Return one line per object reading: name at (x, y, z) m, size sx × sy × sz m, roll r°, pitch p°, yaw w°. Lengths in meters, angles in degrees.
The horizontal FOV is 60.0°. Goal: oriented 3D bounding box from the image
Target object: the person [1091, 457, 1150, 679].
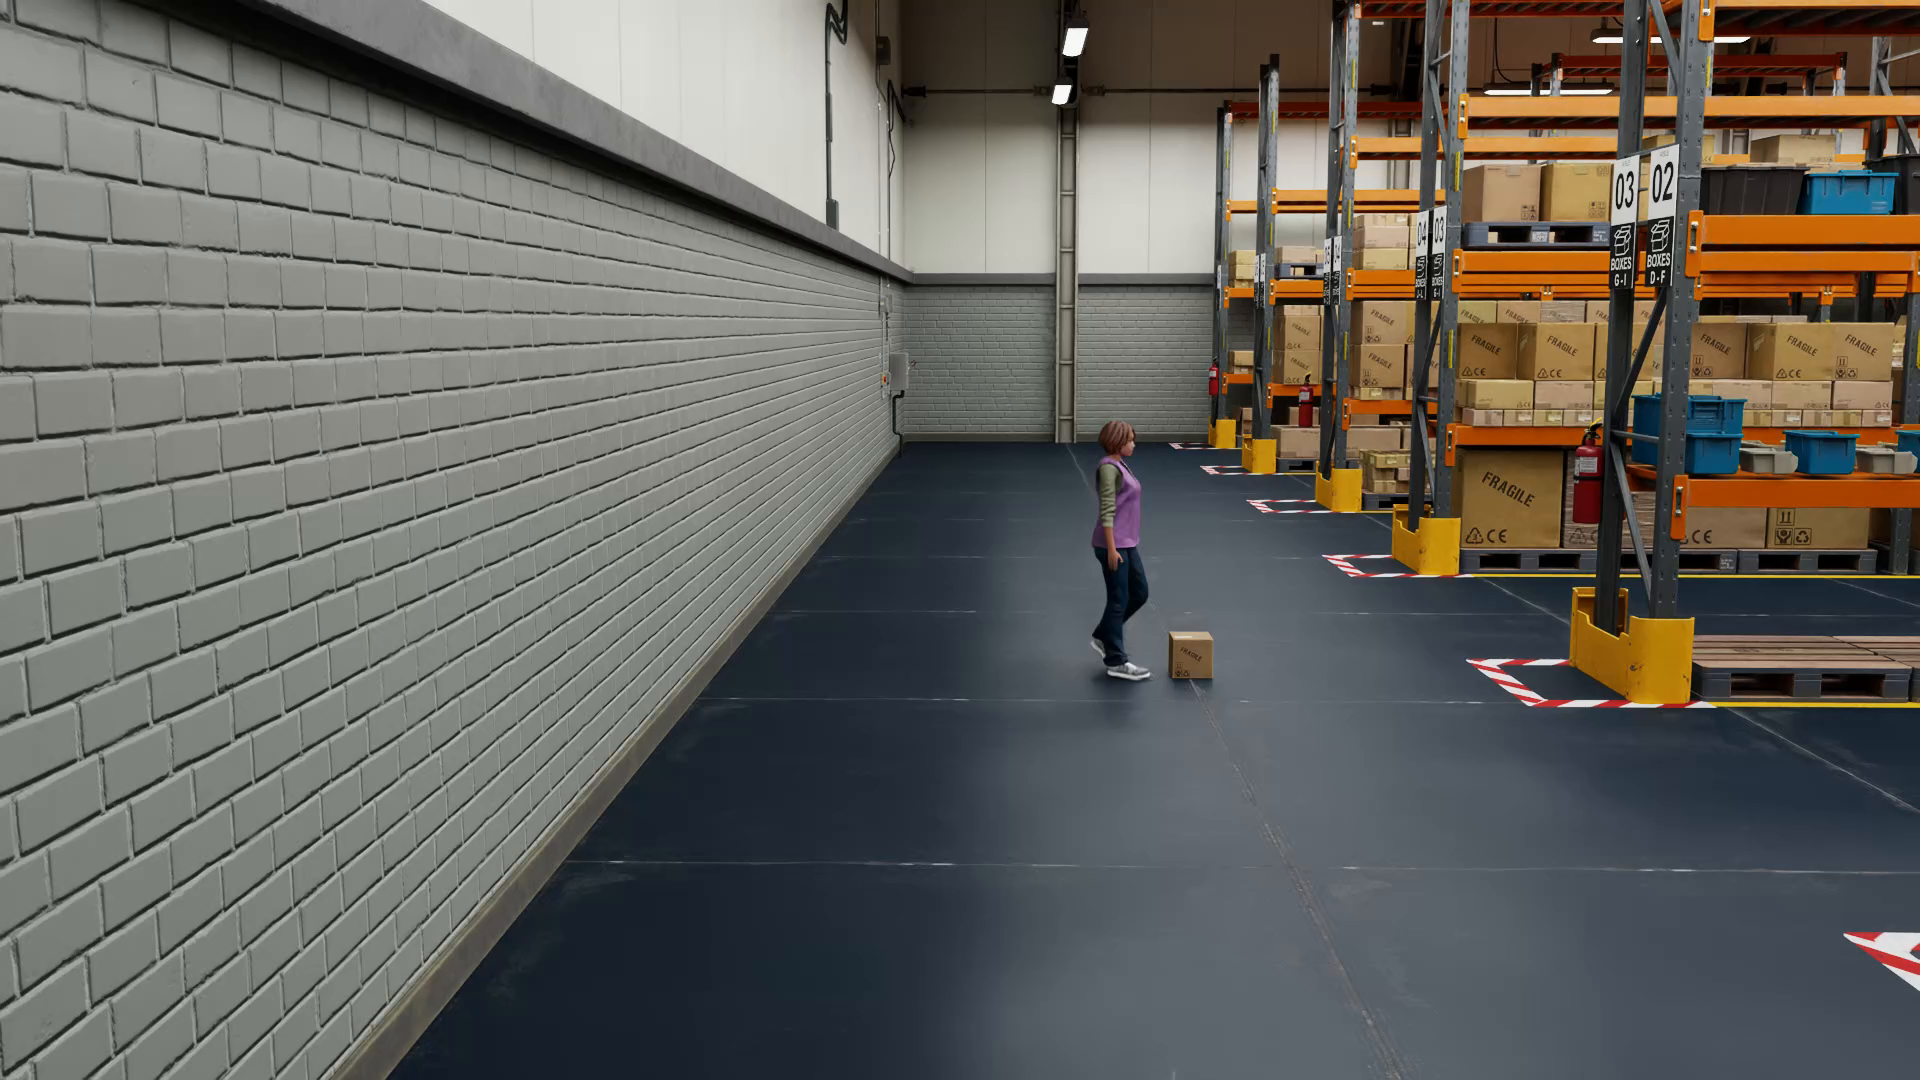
person at (2.331, -0.106, 5.449) m, size 5.598 × 3.193 × 9.158 m, roll 2°, pitch 8°, yaw 15°
